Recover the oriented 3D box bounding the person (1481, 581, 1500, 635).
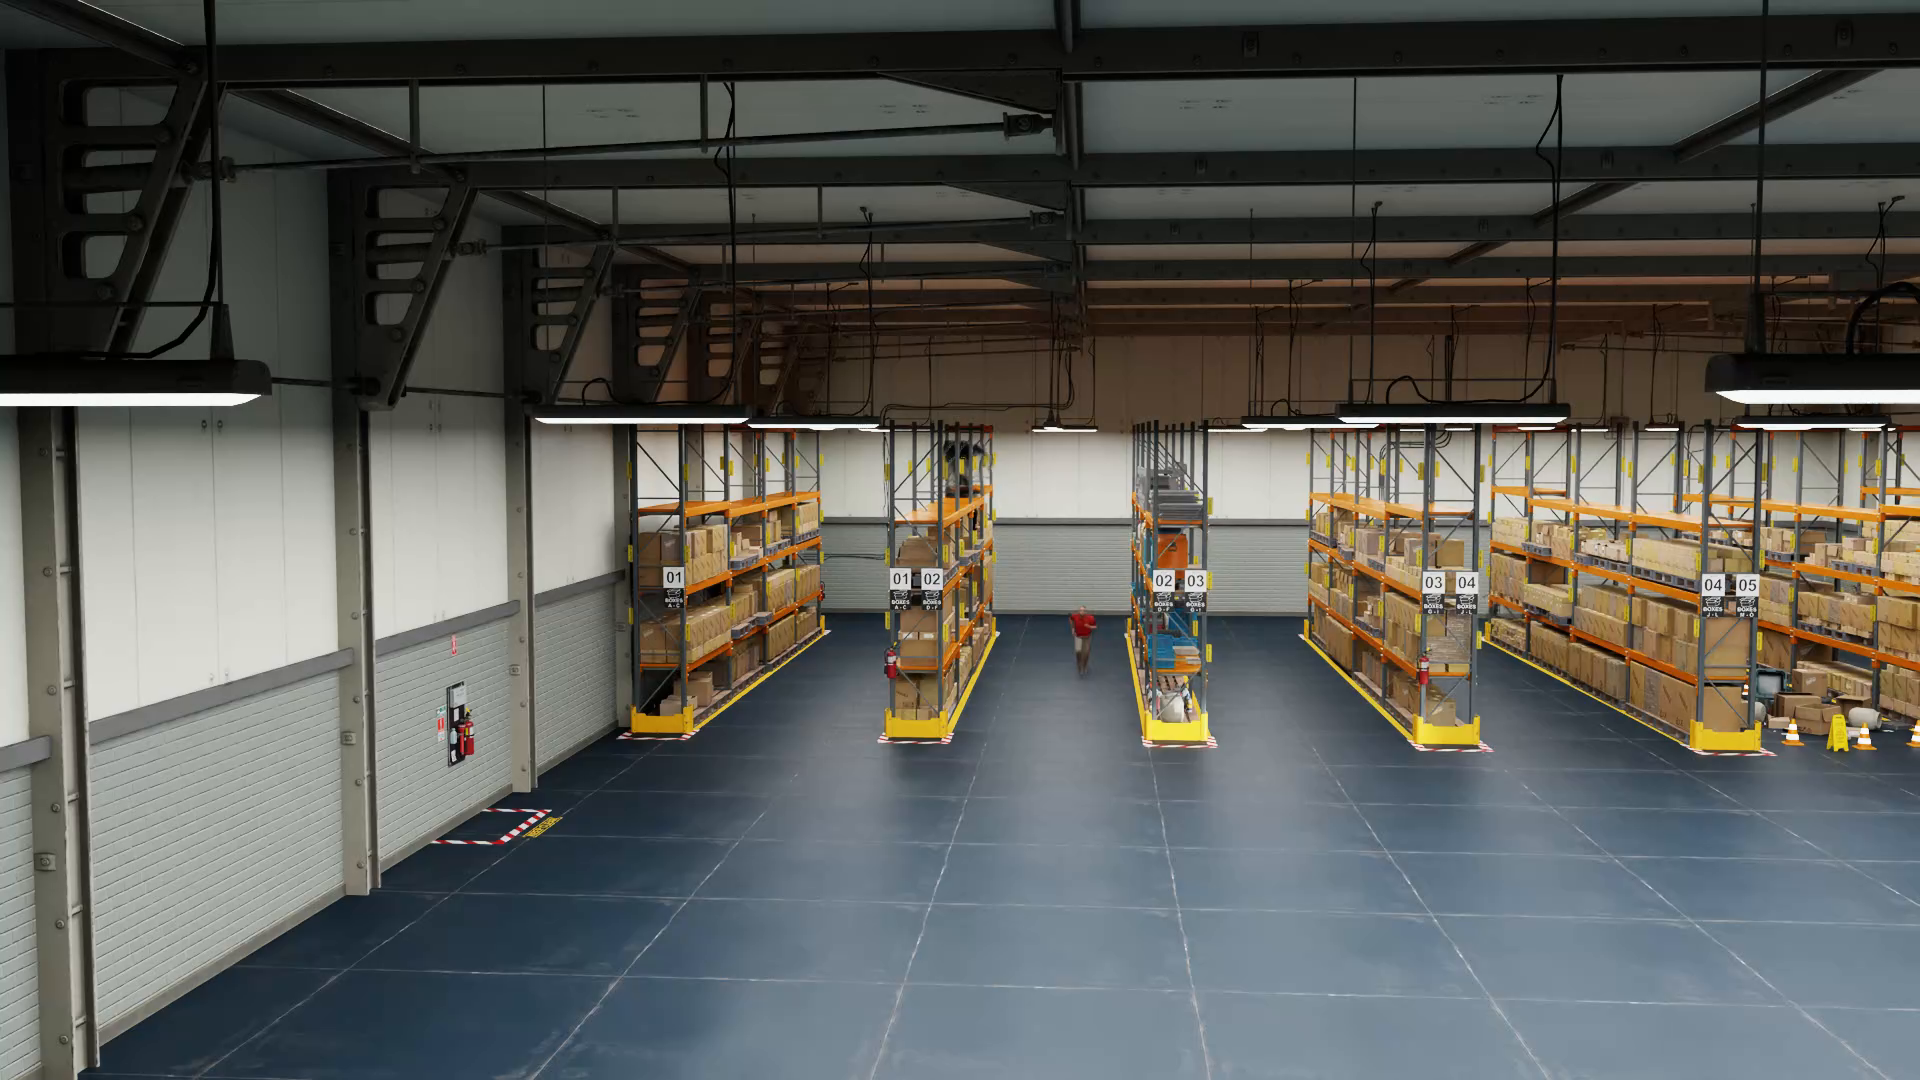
[{"bbox_3d":[15.190,1.896,47.364,0.847,1.670,0.583,1,4,10],"label":"person"}]

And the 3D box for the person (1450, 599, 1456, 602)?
[{"bbox_3d":[13.447,2.076,44.595,0.578,1.731,0.745,0,4,2],"label":"person"}]

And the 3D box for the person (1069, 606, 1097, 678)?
[{"bbox_3d":[2.918,2.395,39.441,0.648,1.725,0.954,0,4,4],"label":"person"}]
